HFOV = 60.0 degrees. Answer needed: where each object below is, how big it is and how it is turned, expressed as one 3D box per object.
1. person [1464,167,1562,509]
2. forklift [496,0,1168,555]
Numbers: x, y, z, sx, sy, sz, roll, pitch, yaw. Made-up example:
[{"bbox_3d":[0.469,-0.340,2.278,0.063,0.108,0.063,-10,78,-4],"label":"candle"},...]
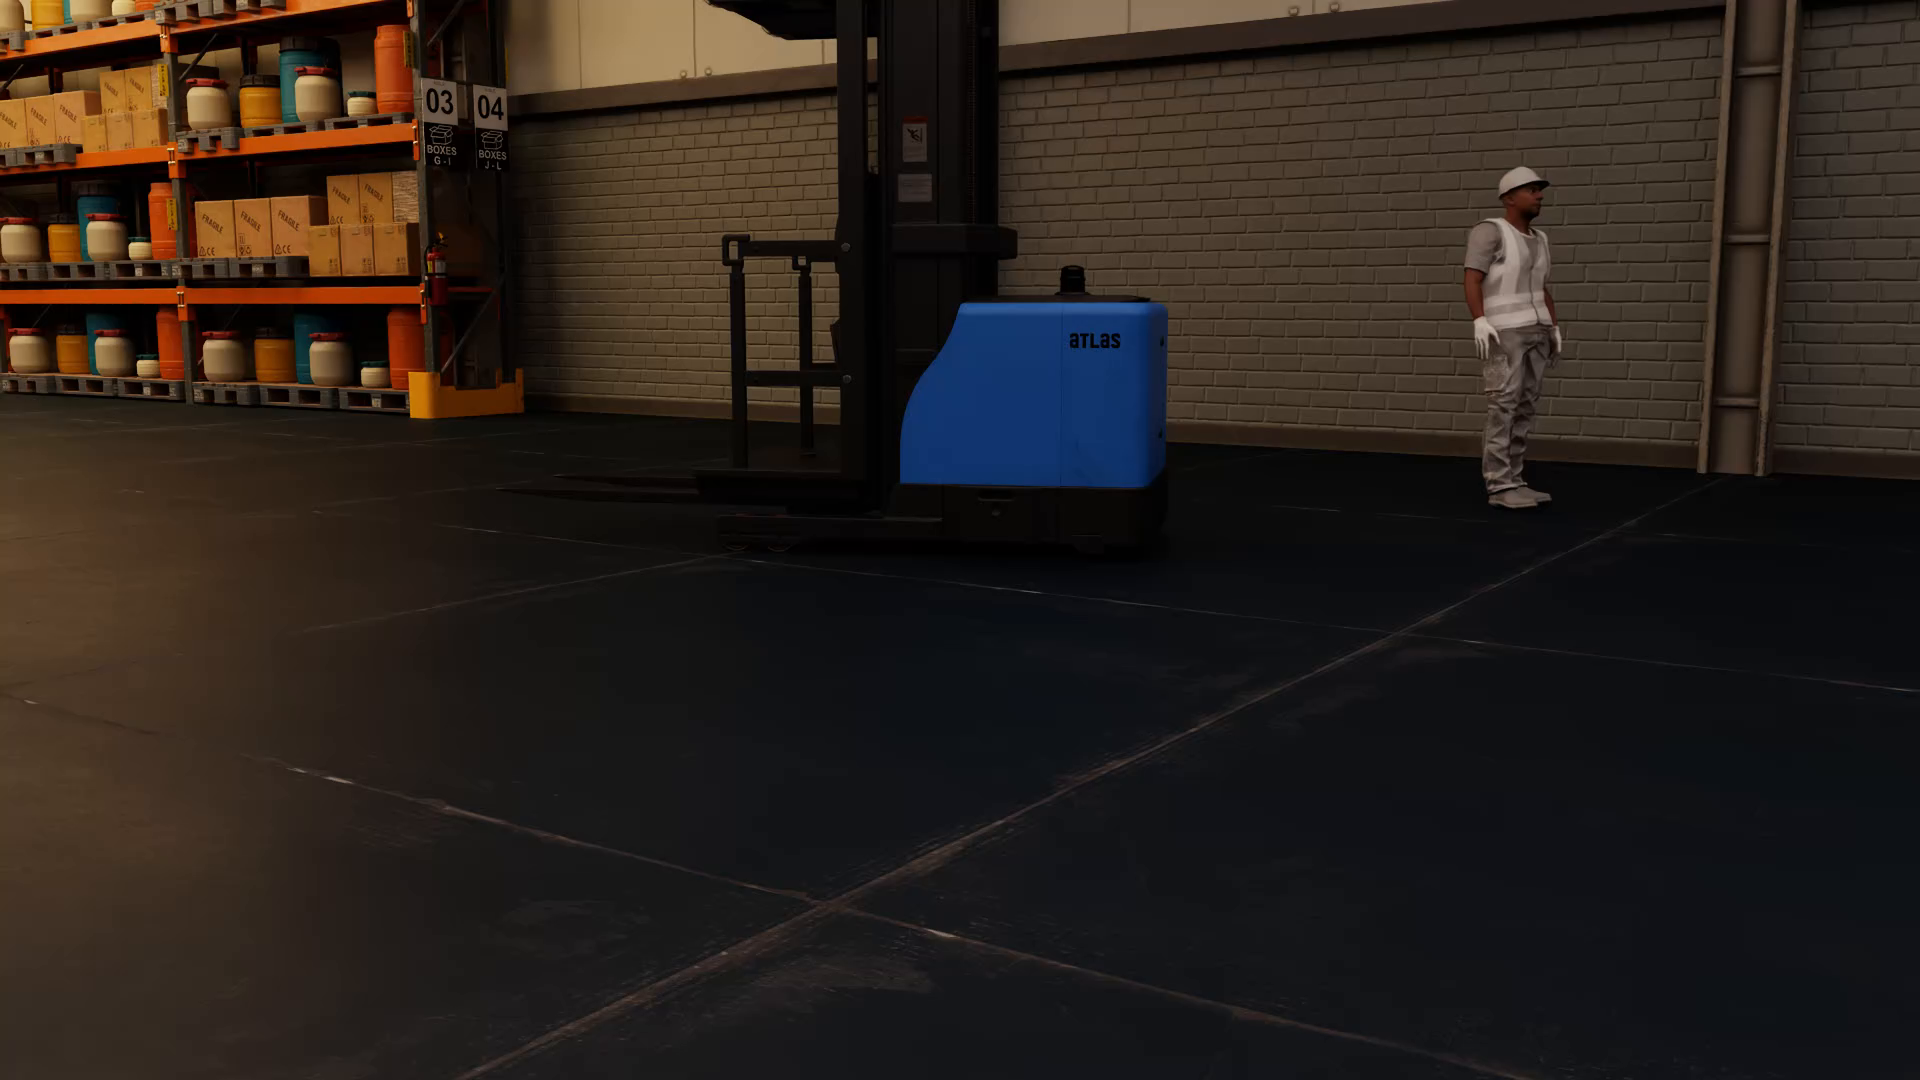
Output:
[{"bbox_3d":[3.004,-1.079,8.820,0.669,1.786,0.577,-6,10,-35],"label":"person"},{"bbox_3d":[-0.596,-1.469,7.520,3.031,2.935,1.130,2,8,12],"label":"forklift"}]
